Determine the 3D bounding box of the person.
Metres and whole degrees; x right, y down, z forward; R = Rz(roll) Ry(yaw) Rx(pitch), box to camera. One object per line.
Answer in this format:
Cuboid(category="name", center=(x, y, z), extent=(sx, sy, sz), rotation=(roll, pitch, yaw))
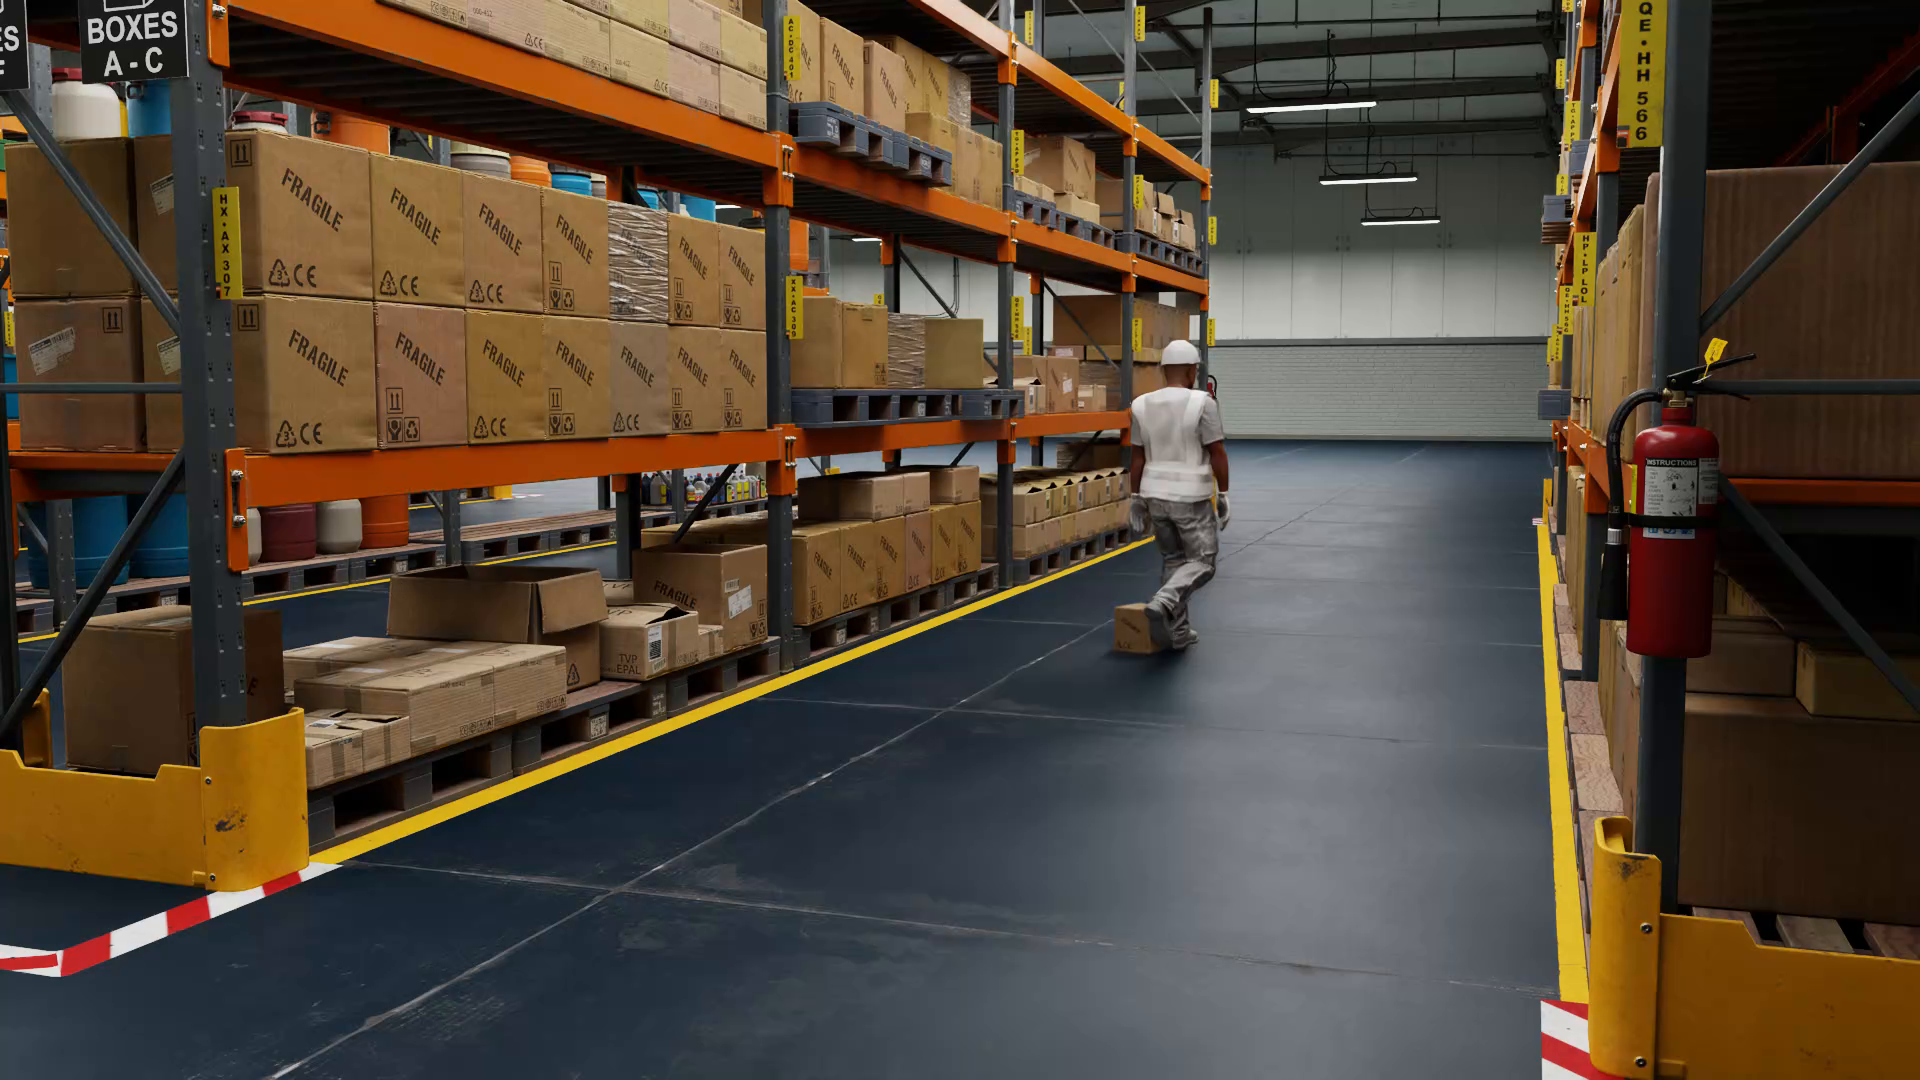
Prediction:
Cuboid(category="person", center=(1.218, -0.235, 9.306), extent=(0.599, 1.759, 0.781), rotation=(4, 6, 36))
